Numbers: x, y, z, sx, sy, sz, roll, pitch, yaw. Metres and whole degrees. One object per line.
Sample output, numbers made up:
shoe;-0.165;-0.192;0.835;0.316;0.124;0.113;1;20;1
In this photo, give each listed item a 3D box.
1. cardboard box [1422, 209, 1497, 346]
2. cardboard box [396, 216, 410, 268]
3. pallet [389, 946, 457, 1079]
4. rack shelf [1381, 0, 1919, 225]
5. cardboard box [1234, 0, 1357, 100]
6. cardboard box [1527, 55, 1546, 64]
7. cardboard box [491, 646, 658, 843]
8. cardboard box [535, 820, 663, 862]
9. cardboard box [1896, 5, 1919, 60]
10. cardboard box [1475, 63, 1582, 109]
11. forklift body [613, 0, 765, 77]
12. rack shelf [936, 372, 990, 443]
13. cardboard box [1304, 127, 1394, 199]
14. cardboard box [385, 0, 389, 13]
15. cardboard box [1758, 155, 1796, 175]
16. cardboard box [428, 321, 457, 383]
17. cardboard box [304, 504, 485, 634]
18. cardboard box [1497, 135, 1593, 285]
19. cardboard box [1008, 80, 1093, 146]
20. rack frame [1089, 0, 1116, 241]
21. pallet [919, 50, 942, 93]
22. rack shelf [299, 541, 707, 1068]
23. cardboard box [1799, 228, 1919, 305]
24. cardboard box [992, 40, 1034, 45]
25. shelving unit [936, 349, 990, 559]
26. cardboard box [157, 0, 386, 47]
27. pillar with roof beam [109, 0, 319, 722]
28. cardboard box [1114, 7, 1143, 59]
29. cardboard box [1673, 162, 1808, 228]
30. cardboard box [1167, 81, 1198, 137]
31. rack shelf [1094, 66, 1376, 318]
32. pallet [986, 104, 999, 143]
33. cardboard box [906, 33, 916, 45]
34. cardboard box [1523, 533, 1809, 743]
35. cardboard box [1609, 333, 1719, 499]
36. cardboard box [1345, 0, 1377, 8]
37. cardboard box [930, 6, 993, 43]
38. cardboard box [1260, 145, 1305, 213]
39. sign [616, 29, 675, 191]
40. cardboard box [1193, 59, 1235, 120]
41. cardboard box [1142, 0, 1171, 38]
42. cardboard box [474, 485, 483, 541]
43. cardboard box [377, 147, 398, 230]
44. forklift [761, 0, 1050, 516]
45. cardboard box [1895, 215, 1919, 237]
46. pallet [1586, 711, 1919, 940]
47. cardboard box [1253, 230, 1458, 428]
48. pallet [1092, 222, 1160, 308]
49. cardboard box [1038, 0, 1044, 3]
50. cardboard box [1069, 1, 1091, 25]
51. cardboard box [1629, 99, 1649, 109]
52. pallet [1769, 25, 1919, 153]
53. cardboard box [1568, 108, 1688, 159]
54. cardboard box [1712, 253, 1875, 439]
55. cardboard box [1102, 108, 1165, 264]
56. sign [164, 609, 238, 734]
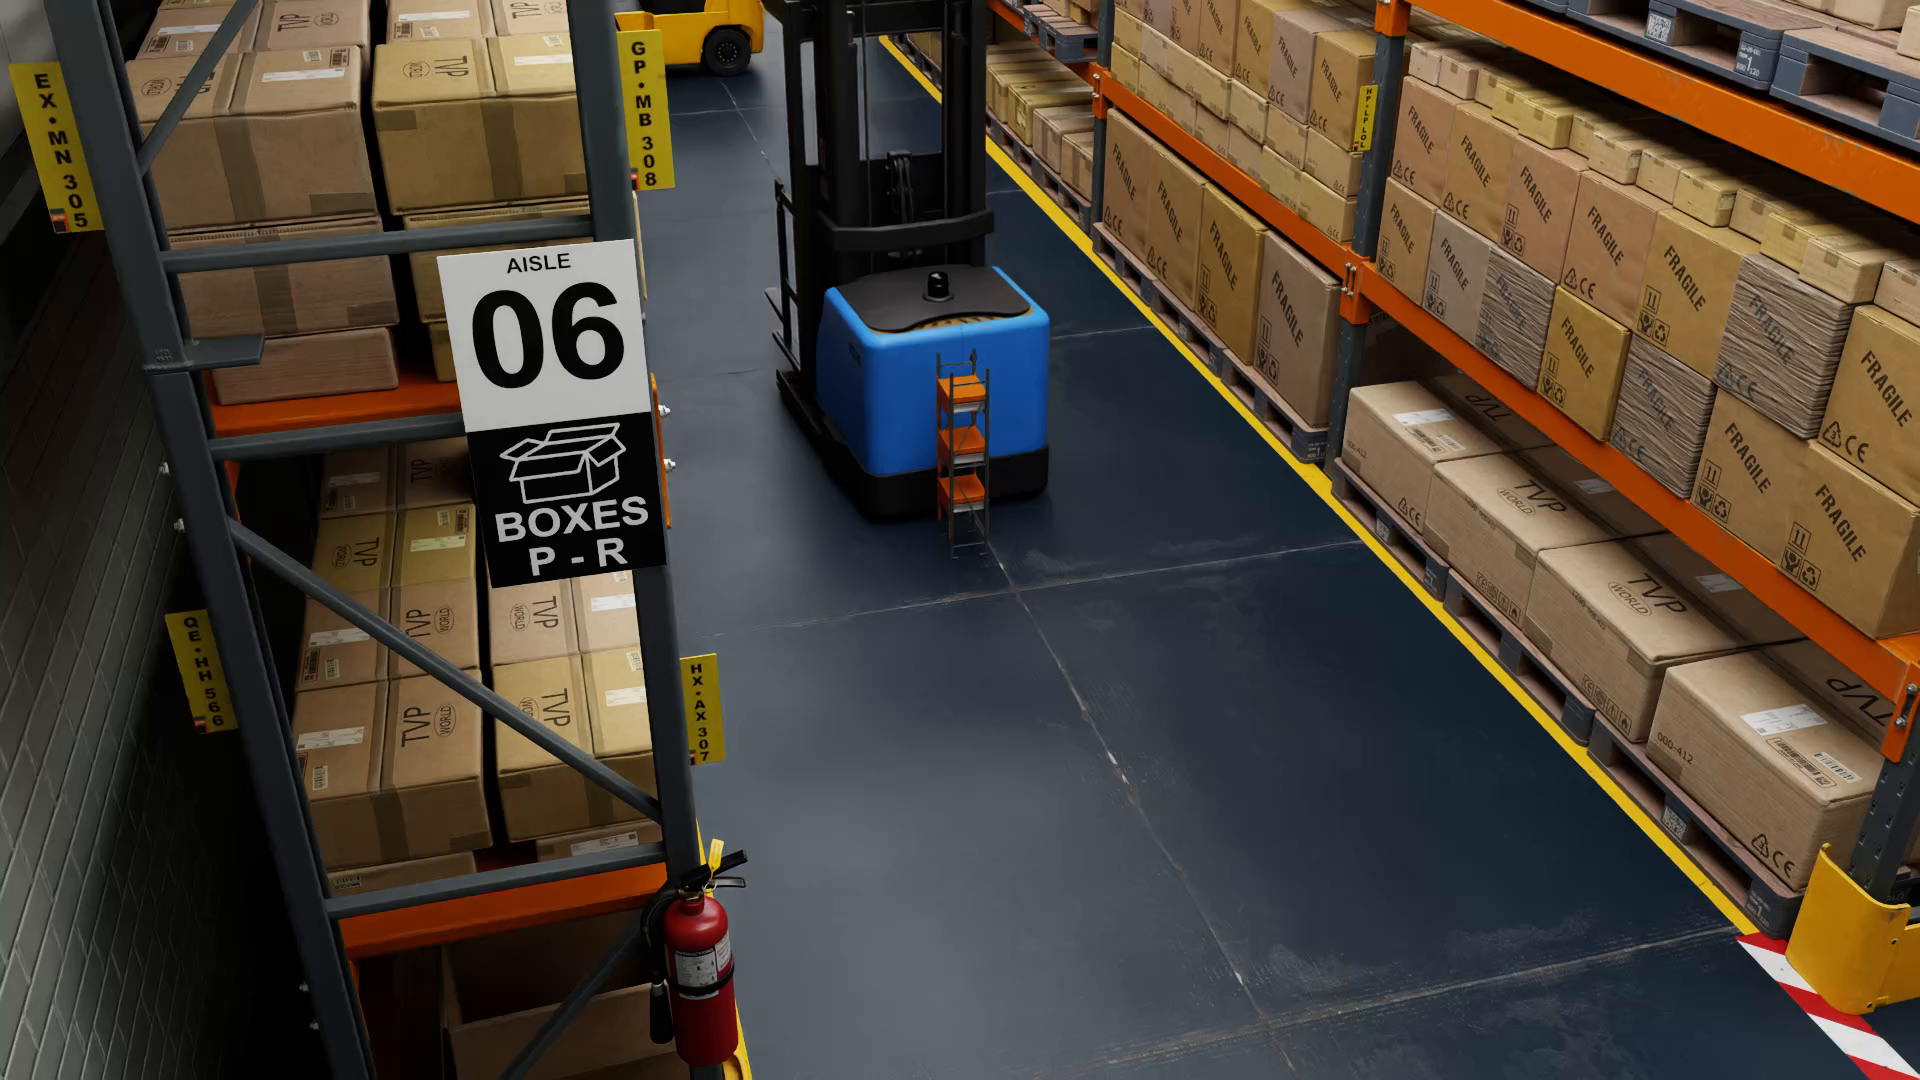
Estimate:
cardboard box;2.555;-1.258;7.830;0.500;0.500;0.500;-8;31;-13
cardboard box;-1.675;-0.819;4.427;0.380;0.149;0.250;-9;31;-15
pallet;-1.402;1.659;5.673;1.003;0.211;1.213;-8;31;-13
rack shelf;3.084;-1.741;6.487;1.077;0.370;4.000;-8;31;-13
cardboard box;1.932;-2.875;9.625;0.500;0.500;0.500;-7;31;-12
cardboard box;2.907;-2.229;7.861;0.380;0.149;0.250;-7;31;-12
cardboard box;-1.030;0.555;4.650;0.500;0.250;0.500;-8;31;-13
cardboard box;-0.993;0.787;4.647;0.380;0.149;0.250;-8;31;-14
cardboard box;3.220;-1.600;5.257;0.380;0.149;0.250;-10;32;-17
cardboard box;2.579;-2.050;7.553;0.380;0.149;0.250;-8;31;-14
forklift body;-3.154;-5.813;16.647;2.313;2.155;1.214;-8;31;-13
rack shelf;0.014;-0.665;8.306;0.215;0.259;0.240;-8;31;-13
cardboard box;2.202;-2.052;8.952;0.500;0.250;0.500;-8;31;-13
cardboard box;-1.309;-1.441;4.605;0.500;0.250;0.500;-8;31;-14
cardboard box;3.417;-1.508;6.615;0.380;0.149;0.250;-9;31;-14
cardboard box;-1.030;-0.501;3.877;0.380;0.149;0.250;-7;31;-12
cardboard box;-1.810;0.134;5.377;0.500;0.250;0.500;-7;31;-12
cardboard box;2.699;-1.440;7.146;0.500;0.500;0.500;-7;31;-12
cardboard box;0.952;-3.693;14.340;0.950;0.372;0.625;-7;31;-12
rack frame;1.491;-3.652;12.065;1.000;3.000;0.127;-8;31;-13
pallet;0.217;-4.697;16.654;1.003;0.211;1.213;-8;31;-13
rack shelf;-1.701;0.219;6.095;1.077;0.370;4.000;-8;31;-13
cardboard box;3.086;-0.925;5.608;0.380;0.149;0.250;-8;31;-14
cardboard box;0.534;-4.897;16.541;0.500;0.250;0.500;-9;31;-16
shelving unit;0.014;-0.429;8.442;0.215;1.050;0.252;-8;31;-13
cardboard box;-1.841;-1.381;4.501;0.500;0.250;0.500;-8;31;-13
pillar with roof beam;1.235;-3.771;6.282;9.100;9.000;0.400;-8;31;-13
cardboard box;1.388;-3.526;11.498;0.500;0.250;0.500;-8;31;-14
cardboard box;2.935;-1.301;6.257;0.380;0.149;0.250;-7;31;-12
cardboard box;1.666;-2.817;10.773;0.500;0.250;0.500;-7;31;-12
rack shelf;2.022;-2.375;10.577;1.077;0.370;4.000;-8;31;-13
pallet;0.638;-4.001;15.452;1.003;0.211;1.213;-8;31;-13
cardboard box;-0.268;-5.328;17.286;0.500;0.250;0.500;-7;31;-13
cardboard box;3.092;0.393;7.216;0.875;0.438;0.875;-7;31;-12
cardboard box;2.967;-0.521;6.556;0.500;0.500;0.500;-7;31;-12
cardboard box;2.421;-2.931;9.722;0.500;0.500;0.500;-9;31;-15
cardboard box;0.014;-5.150;16.231;0.500;0.500;0.500;-8;31;-14
cardboard box;2.057;-2.084;9.507;0.500;0.250;0.500;-8;31;-14
sign;-0.647;-0.875;3.401;0.100;0.325;0.005;-8;31;-13
cardboard box;1.766;-2.787;10.221;0.500;0.250;0.500;-7;31;-12
cardboard box;1.528;-3.619;10.910;0.500;0.500;0.500;-8;31;-13
cardboard box;-1.458;-0.177;5.915;0.500;0.250;0.500;-9;31;-15
cardboard box;-1.698;-0.913;4.191;0.500;0.250;0.500;-8;31;-13
forklift;-0.490;-2.121;9.488;1.130;2.935;3.031;-10;32;-17
cardboard box;3.604;-1.136;5.973;0.380;0.149;0.250;-9;31;-15
pallet;3.327;1.043;6.738;1.003;0.211;1.213;-8;31;-13
cardboard box;2.311;-1.271;9.654;0.875;0.875;0.875;-7;31;-12
pallet;1.628;-2.054;12.089;1.003;0.211;1.213;-8;31;-13
cardboard box;0.781;-4.341;13.088;0.380;0.149;0.250;-7;31;-12
cardboard box;1.037;-3.972;12.450;0.380;0.149;0.250;-7;31;-13
cardboard box;3.150;-1.871;7.243;0.380;0.149;0.250;-8;31;-14
pallet;3.408;-1.405;5.277;1.003;0.211;1.213;-8;31;-13
cardboard box;2.774;-1.680;6.912;0.380;0.149;0.250;-8;31;-13
cardboard box;3.090;-0.714;5.891;0.500;0.500;0.500;-8;31;-13
cardboard box;1.595;-2.570;11.897;0.875;0.875;0.875;-8;31;-14
sign;-1.710;0.300;3.766;0.100;0.325;0.005;-8;31;-13
